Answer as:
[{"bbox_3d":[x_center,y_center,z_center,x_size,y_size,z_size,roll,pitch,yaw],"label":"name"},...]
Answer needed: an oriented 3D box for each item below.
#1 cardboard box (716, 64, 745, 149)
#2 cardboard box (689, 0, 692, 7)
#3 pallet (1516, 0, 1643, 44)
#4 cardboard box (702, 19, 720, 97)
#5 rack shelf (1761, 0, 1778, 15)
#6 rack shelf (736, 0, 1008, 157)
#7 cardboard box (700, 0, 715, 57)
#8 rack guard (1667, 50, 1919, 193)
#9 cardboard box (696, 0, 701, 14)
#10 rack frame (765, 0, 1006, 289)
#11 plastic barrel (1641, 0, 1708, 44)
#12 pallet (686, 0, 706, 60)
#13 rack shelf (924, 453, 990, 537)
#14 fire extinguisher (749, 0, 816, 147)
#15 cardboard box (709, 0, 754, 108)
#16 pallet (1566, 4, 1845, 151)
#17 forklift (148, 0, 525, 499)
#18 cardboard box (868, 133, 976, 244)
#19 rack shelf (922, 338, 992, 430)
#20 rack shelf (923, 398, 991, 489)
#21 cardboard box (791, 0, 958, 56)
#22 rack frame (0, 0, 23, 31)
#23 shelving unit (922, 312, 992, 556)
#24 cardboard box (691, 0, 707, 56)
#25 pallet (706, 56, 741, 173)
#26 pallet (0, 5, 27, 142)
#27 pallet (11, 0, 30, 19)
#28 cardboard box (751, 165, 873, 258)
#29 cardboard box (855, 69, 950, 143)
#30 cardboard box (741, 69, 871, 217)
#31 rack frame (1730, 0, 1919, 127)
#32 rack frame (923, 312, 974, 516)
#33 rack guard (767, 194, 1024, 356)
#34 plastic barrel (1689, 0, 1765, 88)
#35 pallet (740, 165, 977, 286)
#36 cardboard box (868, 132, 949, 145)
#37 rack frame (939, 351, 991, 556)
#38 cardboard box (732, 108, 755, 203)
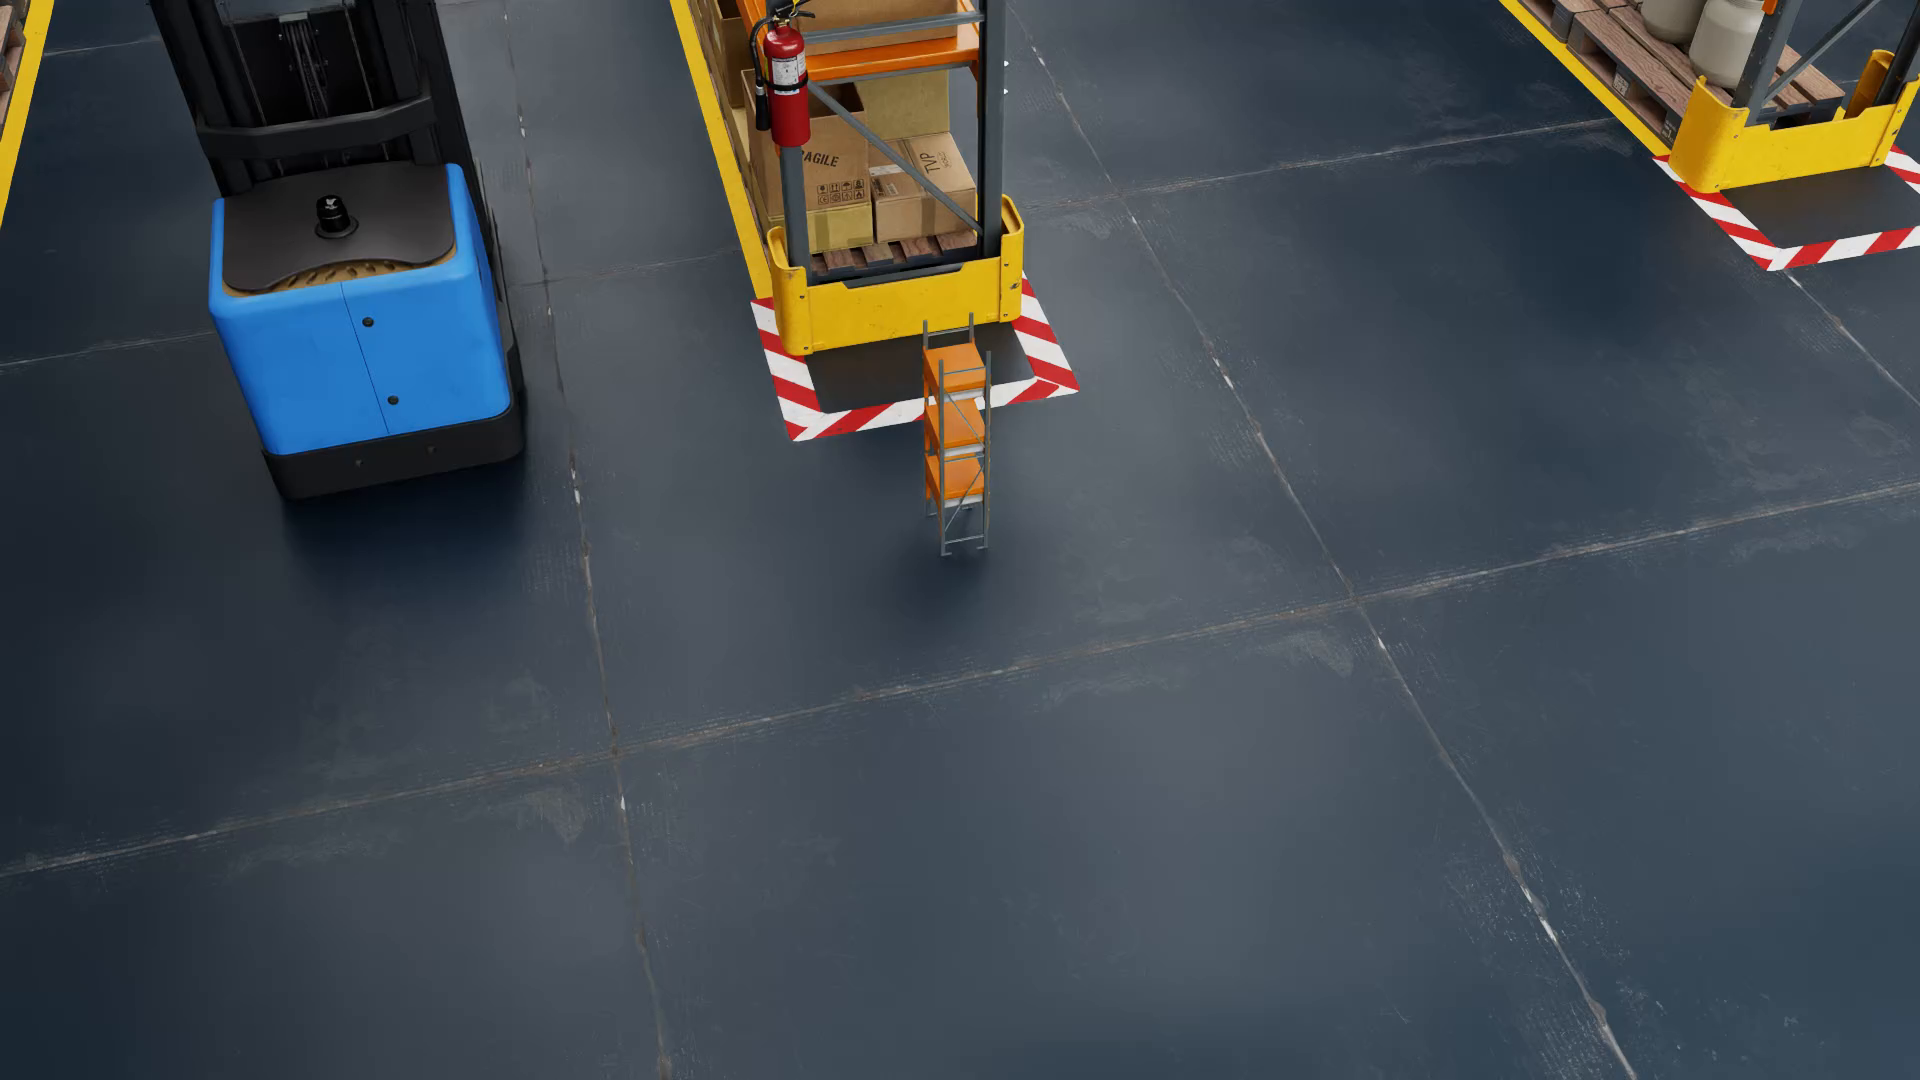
[{"bbox_3d":[-0.996,-2.340,8.825,0.500,0.250,0.500,-11,47,-10],"label":"cardboard box"},{"bbox_3d":[-1.379,-3.376,9.840,0.500,0.250,0.500,-11,47,-10],"label":"cardboard box"},{"bbox_3d":[3.909,-3.525,10.307,1.003,0.211,1.213,-11,47,-10],"label":"pallet"},{"bbox_3d":[-1.122,-2.686,9.164,0.500,0.250,0.500,-11,47,-10],"label":"cardboard box"},{"bbox_3d":[3.974,-4.183,9.504,1.077,0.370,4.000,-11,47,-10],"label":"rack shelf"},{"bbox_3d":[-0.816,-3.280,8.619,1.077,0.370,4.000,-11,47,-10],"label":"rack shelf"},{"bbox_3d":[-1.126,-2.947,8.895,0.500,0.500,0.500,-11,47,-10],"label":"cardboard box"},{"bbox_3d":[4.421,-2.223,8.830,1.175,0.500,0.348,-11,47,-10],"label":"rack guard"},{"bbox_3d":[-1.255,-3.292,9.233,0.500,0.500,0.500,-11,47,-10],"label":"cardboard box"},{"bbox_3d":[-0.304,-2.151,7.009,1.000,3.000,0.127,-11,47,-10],"label":"rack frame"},{"bbox_3d":[4.115,-3.117,9.403,0.421,0.512,0.421,0,46,0],"label":"plastic barrel"},{"bbox_3d":[-1.165,-3.380,10.166,1.003,0.211,1.213,-11,47,-10],"label":"pallet"},{"bbox_3d":[-0.014,-0.202,6.868,0.215,0.259,0.240,-11,47,-10],"label":"rack shelf"},{"bbox_3d":[-0.722,-1.958,6.873,0.296,0.674,0.183,-11,47,-10],"label":"fire extinguisher"},{"bbox_3d":[-0.999,-2.602,8.557,0.500,0.500,0.500,-11,47,-10],"label":"cardboard box"},{"bbox_3d":[4.218,-2.684,9.483,1.003,0.211,1.213,-11,47,-10],"label":"pallet"},{"bbox_3d":[-2.816,-2.274,7.177,1.130,2.935,3.031,-12,47,-11],"label":"forklift"},{"bbox_3d":[-0.226,-1.747,8.244,0.500,0.250,0.500,-11,47,-10],"label":"cardboard box"},{"bbox_3d":[-0.014,-0.596,6.467,0.215,0.259,0.240,-11,47,-10],"label":"rack shelf"},{"bbox_3d":[-0.014,-0.397,6.670,0.215,0.259,0.240,-11,47,-10],"label":"rack shelf"},{"bbox_3d":[-0.411,-2.511,7.291,0.700,0.500,0.500,-11,47,-10],"label":"cardboard box"},{"bbox_3d":[-6.115,-4.005,8.825,1.000,3.000,0.127,-11,47,-10],"label":"rack frame"},{"bbox_3d":[-0.014,-0.404,6.662,0.215,1.050,0.252,-11,47,-10],"label":"shelving unit"},{"bbox_3d":[-1.256,-3.030,9.501,0.500,0.250,0.500,-11,47,-10],"label":"cardboard box"},{"bbox_3d":[-0.849,-2.536,9.339,1.003,0.211,1.213,-11,47,-10],"label":"pallet"},{"bbox_3d":[-5.909,-2.571,9.373,1.003,0.211,1.213,-11,47,-10],"label":"pallet"},{"bbox_3d":[-6.316,-3.566,10.348,1.003,0.211,1.213,-11,47,-10],"label":"pallet"},{"bbox_3d":[-0.727,-1.652,8.151,0.500,0.250,0.500,-11,47,-10],"label":"cardboard box"},{"bbox_3d":[-0.356,-2.354,8.314,0.500,0.500,0.500,-11,47,-10],"label":"cardboard box"},{"bbox_3d":[-0.729,-1.914,7.883,0.500,0.500,0.500,-11,47,-10],"label":"cardboard box"},{"bbox_3d":[4.486,-3.054,7.894,1.000,3.000,0.127,-11,47,-10],"label":"rack frame"},{"bbox_3d":[-0.045,-0.489,6.745,0.200,1.050,0.008,-11,47,-10],"label":"rack frame"},{"bbox_3d":[-0.297,-1.260,7.885,1.175,0.500,0.348,-11,47,-10],"label":"rack guard"},{"bbox_3d":[4.243,-2.771,9.064,0.421,0.512,0.421,0,46,0],"label":"plastic barrel"},{"bbox_3d":[-0.540,-1.696,8.515,1.003,0.211,1.213,-11,47,-10],"label":"pallet"},{"bbox_3d":[-0.357,-2.091,8.581,0.500,0.250,0.500,-11,47,-10],"label":"cardboard box"},{"bbox_3d":[0.018,-0.320,6.579,0.200,1.050,0.008,-11,47,-10],"label":"rack frame"},{"bbox_3d":[-0.866,-1.995,8.487,0.500,0.250,0.500,-11,47,-10],"label":"cardboard box"}]
